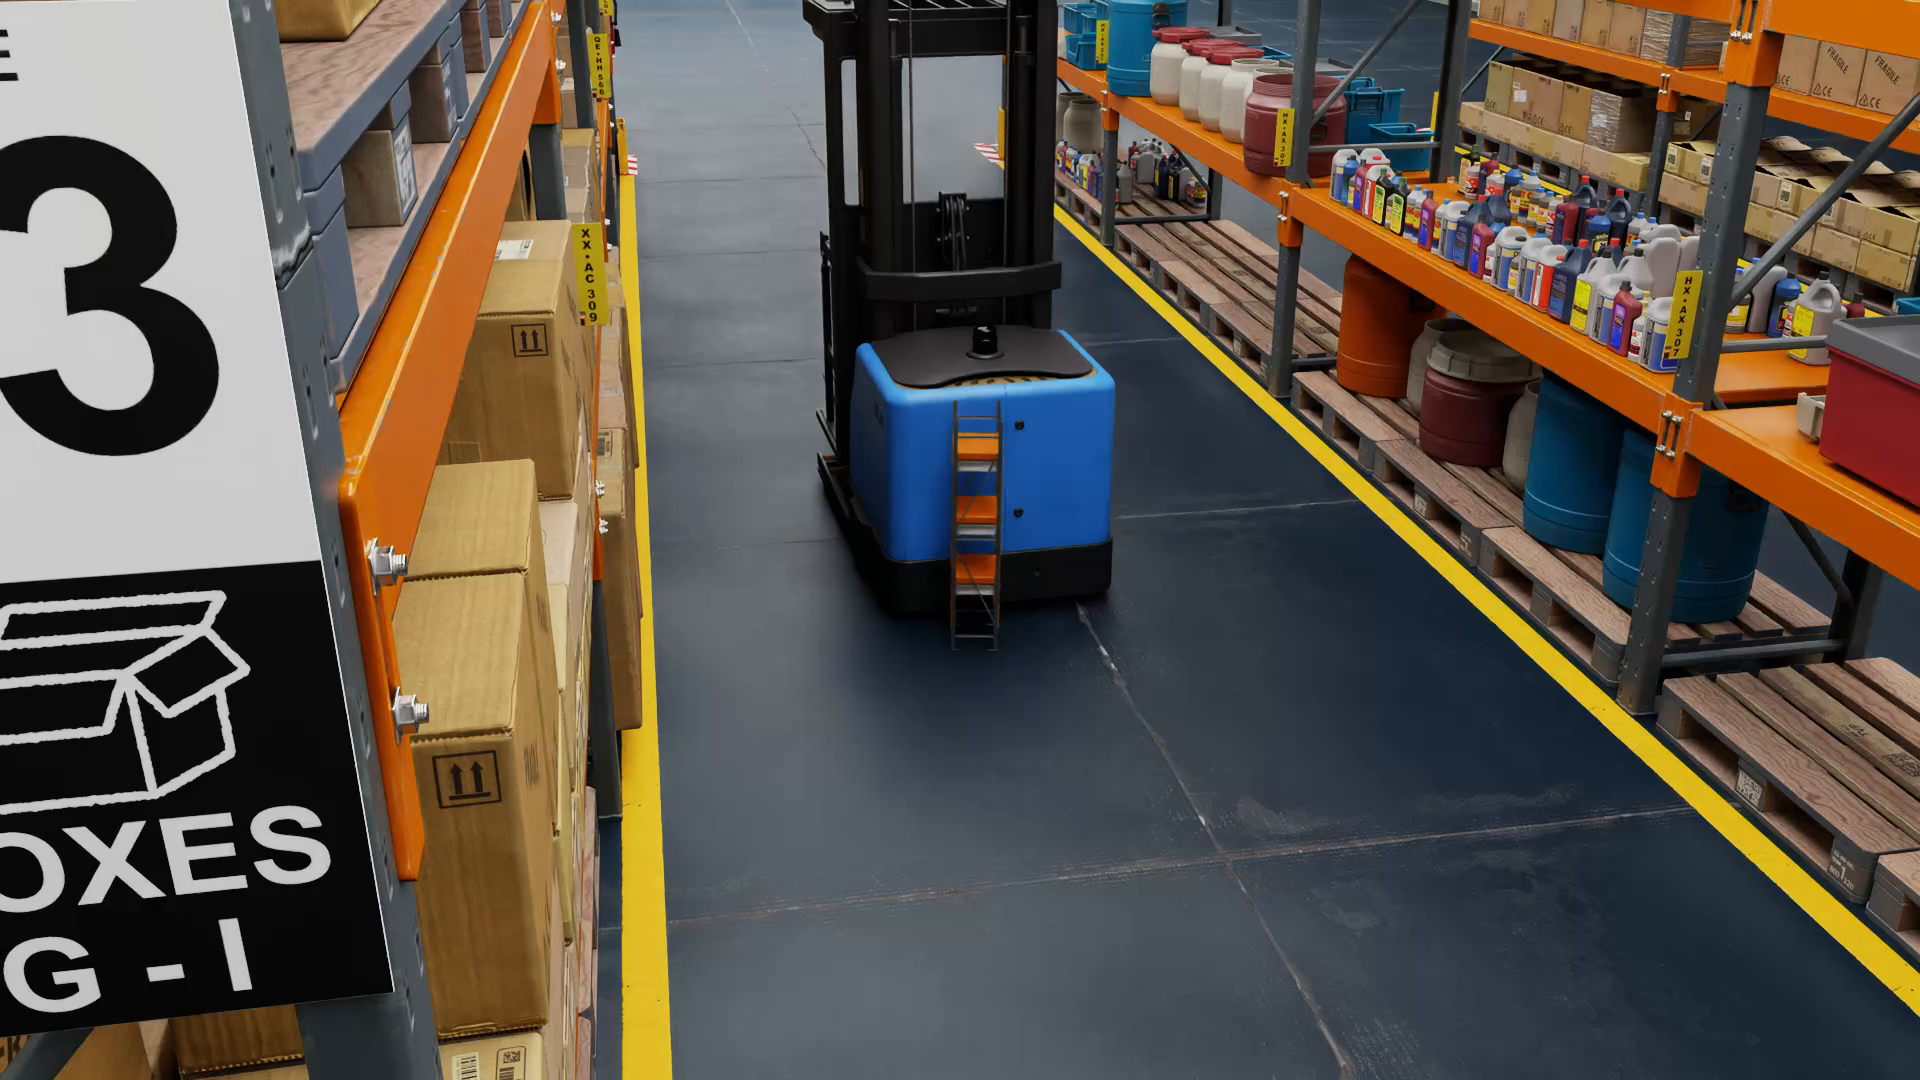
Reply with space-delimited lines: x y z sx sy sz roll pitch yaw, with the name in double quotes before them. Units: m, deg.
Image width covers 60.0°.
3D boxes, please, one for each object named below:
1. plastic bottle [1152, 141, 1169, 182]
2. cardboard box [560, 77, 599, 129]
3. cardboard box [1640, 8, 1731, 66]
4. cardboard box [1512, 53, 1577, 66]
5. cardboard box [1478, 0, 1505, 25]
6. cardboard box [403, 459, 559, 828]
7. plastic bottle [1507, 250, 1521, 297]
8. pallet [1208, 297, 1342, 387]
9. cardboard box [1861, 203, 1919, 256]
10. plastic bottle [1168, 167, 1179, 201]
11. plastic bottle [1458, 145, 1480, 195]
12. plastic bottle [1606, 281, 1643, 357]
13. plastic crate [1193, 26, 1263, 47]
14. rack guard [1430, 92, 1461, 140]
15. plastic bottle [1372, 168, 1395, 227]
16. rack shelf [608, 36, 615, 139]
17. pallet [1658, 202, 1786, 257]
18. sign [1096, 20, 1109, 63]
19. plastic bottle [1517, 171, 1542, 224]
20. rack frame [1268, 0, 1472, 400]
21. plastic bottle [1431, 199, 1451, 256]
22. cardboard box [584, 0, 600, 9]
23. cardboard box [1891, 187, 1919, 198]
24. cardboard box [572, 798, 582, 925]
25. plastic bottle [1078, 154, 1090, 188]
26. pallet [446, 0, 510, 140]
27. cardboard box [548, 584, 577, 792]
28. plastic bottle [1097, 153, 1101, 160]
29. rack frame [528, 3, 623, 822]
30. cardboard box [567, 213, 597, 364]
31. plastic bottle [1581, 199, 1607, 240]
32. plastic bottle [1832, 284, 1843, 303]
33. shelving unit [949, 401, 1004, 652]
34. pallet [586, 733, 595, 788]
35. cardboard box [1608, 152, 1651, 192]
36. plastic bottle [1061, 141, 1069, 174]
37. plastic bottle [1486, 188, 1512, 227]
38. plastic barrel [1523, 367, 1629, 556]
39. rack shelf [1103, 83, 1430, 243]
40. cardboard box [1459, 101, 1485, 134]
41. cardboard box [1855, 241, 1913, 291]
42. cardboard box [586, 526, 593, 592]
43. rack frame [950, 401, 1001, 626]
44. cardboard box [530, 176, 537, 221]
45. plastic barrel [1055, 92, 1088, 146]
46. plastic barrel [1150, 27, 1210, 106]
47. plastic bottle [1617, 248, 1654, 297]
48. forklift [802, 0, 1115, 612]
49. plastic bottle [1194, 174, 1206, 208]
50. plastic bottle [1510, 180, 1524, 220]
"plastic bottle" 1.822 -3.451 15.163 0.144 0.351 0.185 -4 24 -10
"cardboard box" -2.535 -2.733 10.423 0.500 0.250 0.500 -5 24 -11
"cardboard box" 6.458 -4.458 14.585 0.700 0.500 0.500 -5 24 -11
"cardboard box" 6.198 -4.899 17.693 0.500 0.500 0.500 -4 24 -10
"cardboard box" 5.880 -5.673 17.366 0.700 0.500 0.500 -4 24 -10
"cardboard box" -0.989 0.193 2.938 0.500 0.500 0.500 -5 24 -11
"plastic bottle" 2.532 -1.205 7.510 0.097 0.201 0.097 0 24 0
"pallet" 2.312 -1.330 11.030 1.003 0.211 1.213 -4 24 -10
"cardboard box" 6.844 -2.246 11.855 0.500 0.311 0.500 -5 24 -11
"plastic bottle" 1.858 -3.105 14.455 0.061 0.283 0.133 -4 24 -10
"plastic bottle" 2.911 -2.119 9.499 0.061 0.283 0.133 -4 24 -10
"plastic bottle" 2.678 -0.892 6.690 0.061 0.283 0.133 -4 24 -10
"plastic crate" 2.068 -3.735 12.973 0.402 0.464 0.583 -4 24 -10
"rack guard" 5.802 -4.676 18.331 1.175 0.500 0.348 -4 24 -10
"plastic bottle" 2.245 -1.814 8.802 0.061 0.283 0.133 -4 24 -10
"rack shelf" -3.560 -3.964 14.476 1.077 0.370 4.000 -4 24 -10
"pallet" 6.720 -2.674 14.108 1.003 0.211 1.213 -4 24 -10
"sign" 1.135 -3.964 13.232 0.100 0.325 0.005 -4 24 -10
"plastic bottle" 3.029 -1.823 8.836 0.097 0.271 0.097 0 24 0
"rack frame" 2.417 -2.300 9.768 1.000 3.000 0.127 -4 24 -10
"plastic bottle" 2.387 -1.545 8.200 0.097 0.271 0.097 0 24 0
"cardboard box" -3.024 -4.343 12.700 0.500 0.500 0.500 -4 24 -10
"cardboard box" 7.280 -2.489 12.411 0.500 0.311 0.500 -5 24 -11
"cardboard box" -0.953 0.659 3.307 0.380 0.149 0.250 -5 24 -10
"plastic bottle" 1.154 -3.325 14.969 0.152 0.276 0.135 -4 24 -9
"pallet" -1.348 -0.892 2.909 1.003 0.211 1.213 -4 24 -10
"cardboard box" -1.088 0.330 3.562 0.500 0.250 0.500 -5 24 -11
"plastic bottle" 1.258 -3.337 14.987 0.061 0.283 0.133 -4 24 -10
"rack frame" -1.711 -0.360 5.326 1.000 3.000 0.127 -4 24 -10
"cardboard box" -1.736 -1.000 6.666 0.500 0.500 0.500 -5 24 -11
"plastic bottle" 3.121 -1.540 8.173 0.061 0.283 0.133 -4 24 -10
"plastic bottle" 3.483 -0.901 6.712 0.061 0.283 0.133 -4 24 -10
"shelving unit" 0.066 -0.052 7.050 0.215 1.050 0.252 0 24 -1
"pallet" -1.928 0.620 6.567 1.003 0.211 1.213 -4 24 -10
"cardboard box" 6.245 -3.337 15.053 0.500 0.250 0.500 -4 24 -10
"plastic bottle" 0.991 -3.577 15.536 0.061 0.283 0.133 -4 24 -9
"plastic bottle" 2.586 -1.539 8.087 0.144 0.351 0.185 -4 24 -10
"plastic barrel" 2.942 -0.451 7.632 0.600 0.901 0.708 -4 24 -10
"rack shelf" 2.047 -2.757 11.713 1.077 0.370 4.000 -4 24 -10
"cardboard box" 5.687 -4.517 17.755 0.500 0.250 0.500 -4 24 -10
"cardboard box" 6.850 -1.989 11.966 0.500 0.250 0.500 -5 24 -10
"cardboard box" -1.238 0.053 4.694 0.380 0.149 0.250 -5 24 -11
"rack frame" 0.065 -0.101 7.162 0.200 1.050 0.008 0 24 -1
"cardboard box" -1.953 -1.387 6.299 0.797 0.503 0.637 -4 24 -9
"plastic barrel" 1.134 -4.246 16.807 0.421 0.512 0.421 0 24 0
"plastic barrel" 1.639 -3.543 12.444 0.433 0.535 0.433 0 24 0
"plastic bottle" 2.807 -1.052 6.972 0.144 0.351 0.185 -4 24 -10
"forklift" -0.143 -1.589 8.226 1.130 2.935 3.031 -5 24 -12
"plastic bottle" 2.049 -2.982 14.190 0.097 0.271 0.097 0 24 0
"plastic bottle" 3.011 -1.829 8.938 0.097 0.201 0.097 0 24 0
